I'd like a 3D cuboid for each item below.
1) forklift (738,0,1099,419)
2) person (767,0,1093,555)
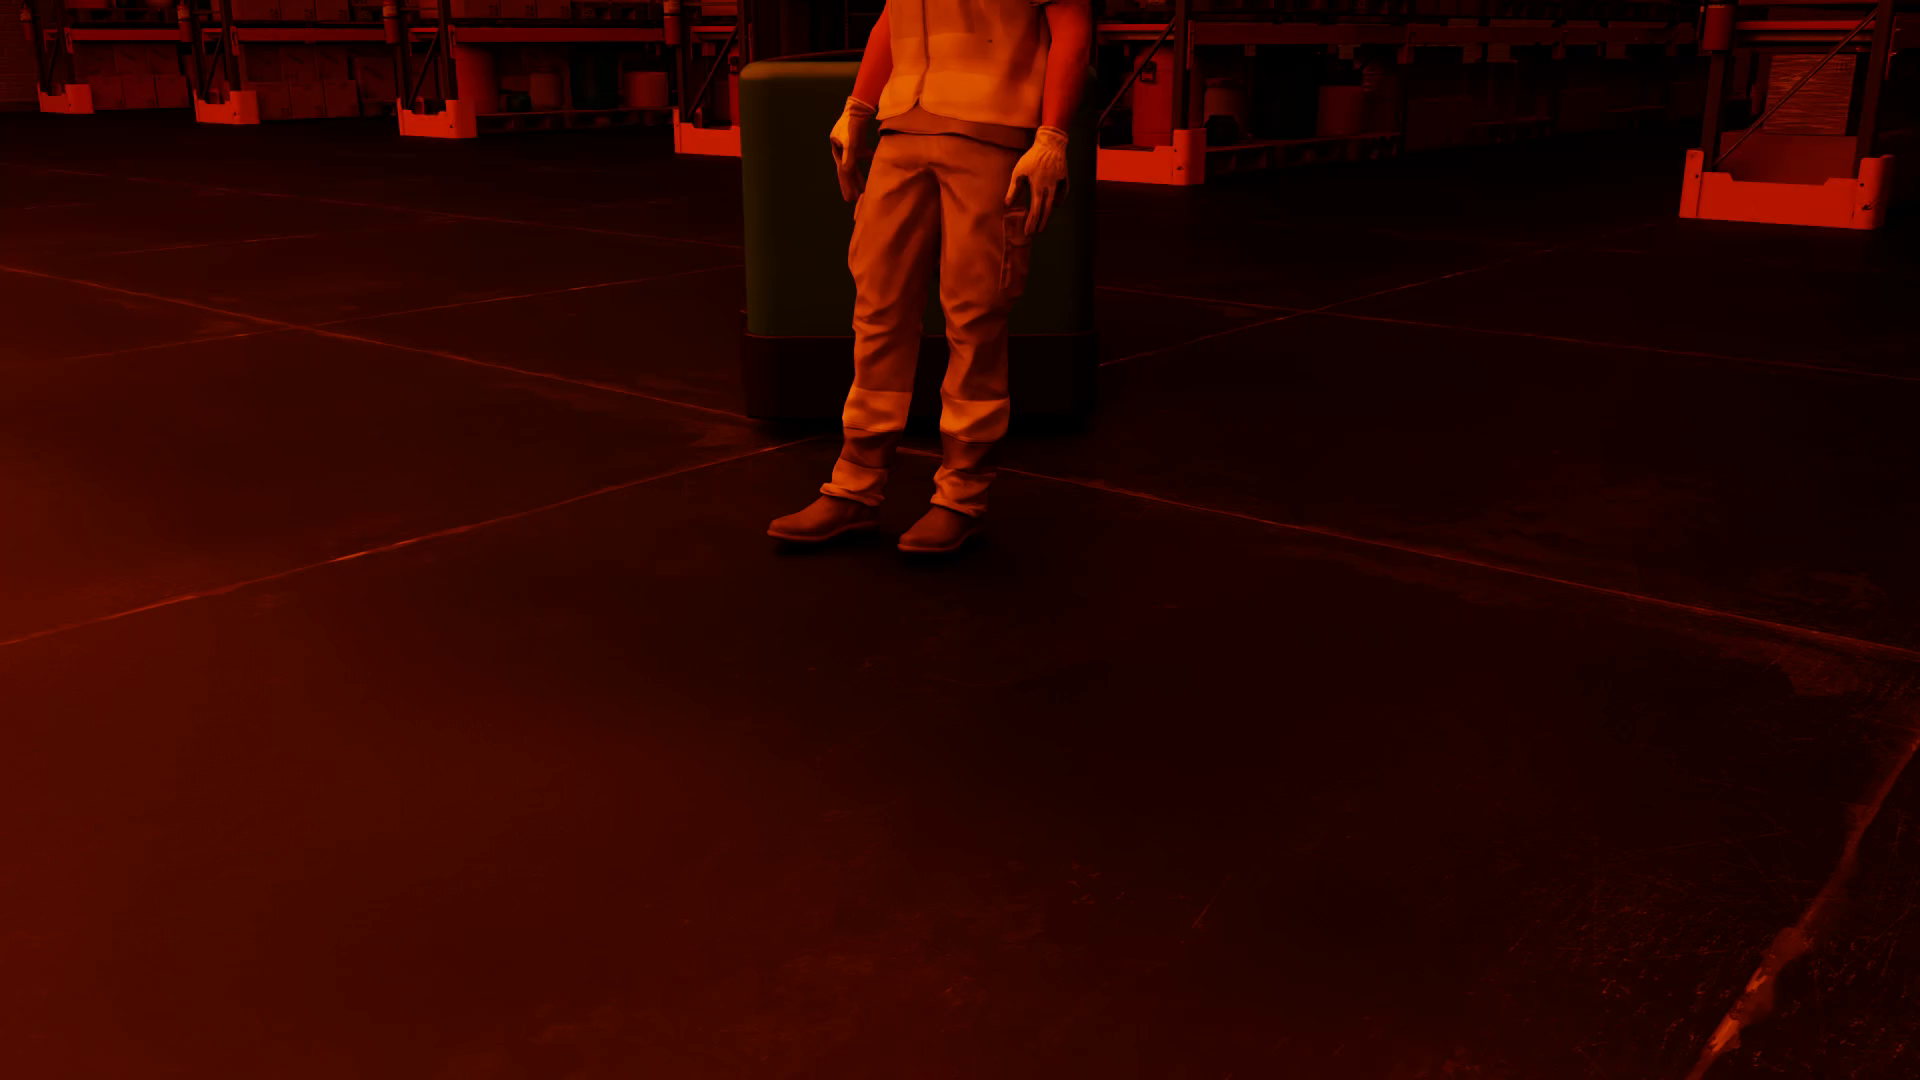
[{"bbox_3d":[-0.188,-2.135,5.930,1.130,2.935,3.031,-1,17,-3],"label":"forklift"},{"bbox_3d":[-0.060,-0.847,3.627,0.638,1.789,0.562,13,21,37],"label":"person"}]
